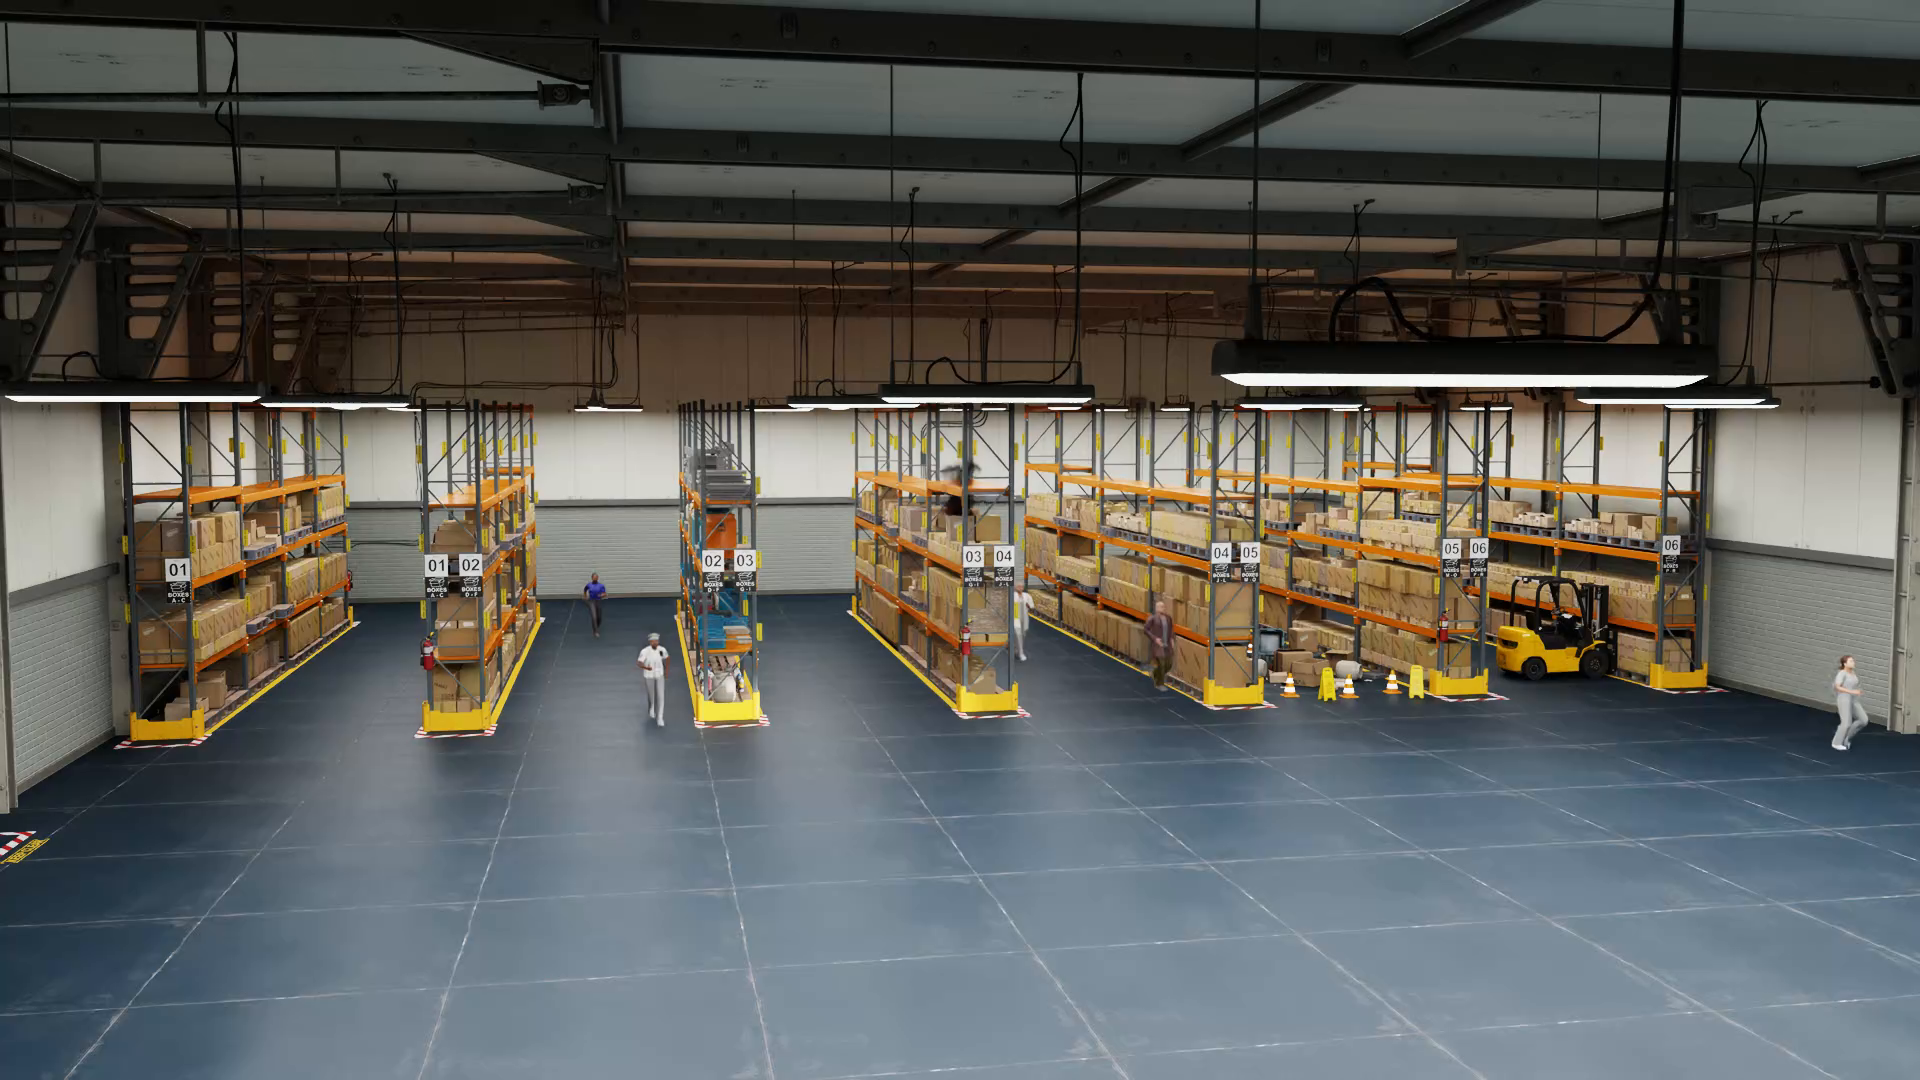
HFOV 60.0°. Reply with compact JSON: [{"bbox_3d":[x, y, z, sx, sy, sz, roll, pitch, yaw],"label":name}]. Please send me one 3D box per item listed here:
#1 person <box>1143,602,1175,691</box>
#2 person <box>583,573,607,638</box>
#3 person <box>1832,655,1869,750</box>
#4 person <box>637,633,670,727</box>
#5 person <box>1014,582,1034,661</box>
[{"bbox_3d":[3.943,2.088,32.867,0.739,1.755,0.611,-3,5,-30],"label":"person"},{"bbox_3d":[-9.388,1.662,42.801,0.578,1.634,0.821,-1,5,-18],"label":"person"},{"bbox_3d":[15.077,2.764,28.186,0.616,1.641,0.565,-2,5,-28],"label":"person"},{"bbox_3d":[-5.682,2.561,30.886,0.614,1.708,0.895,-1,4,-15],"label":"person"},{"bbox_3d":[1.391,1.871,38.896,0.695,1.781,1.045,-2,5,-21],"label":"person"}]
